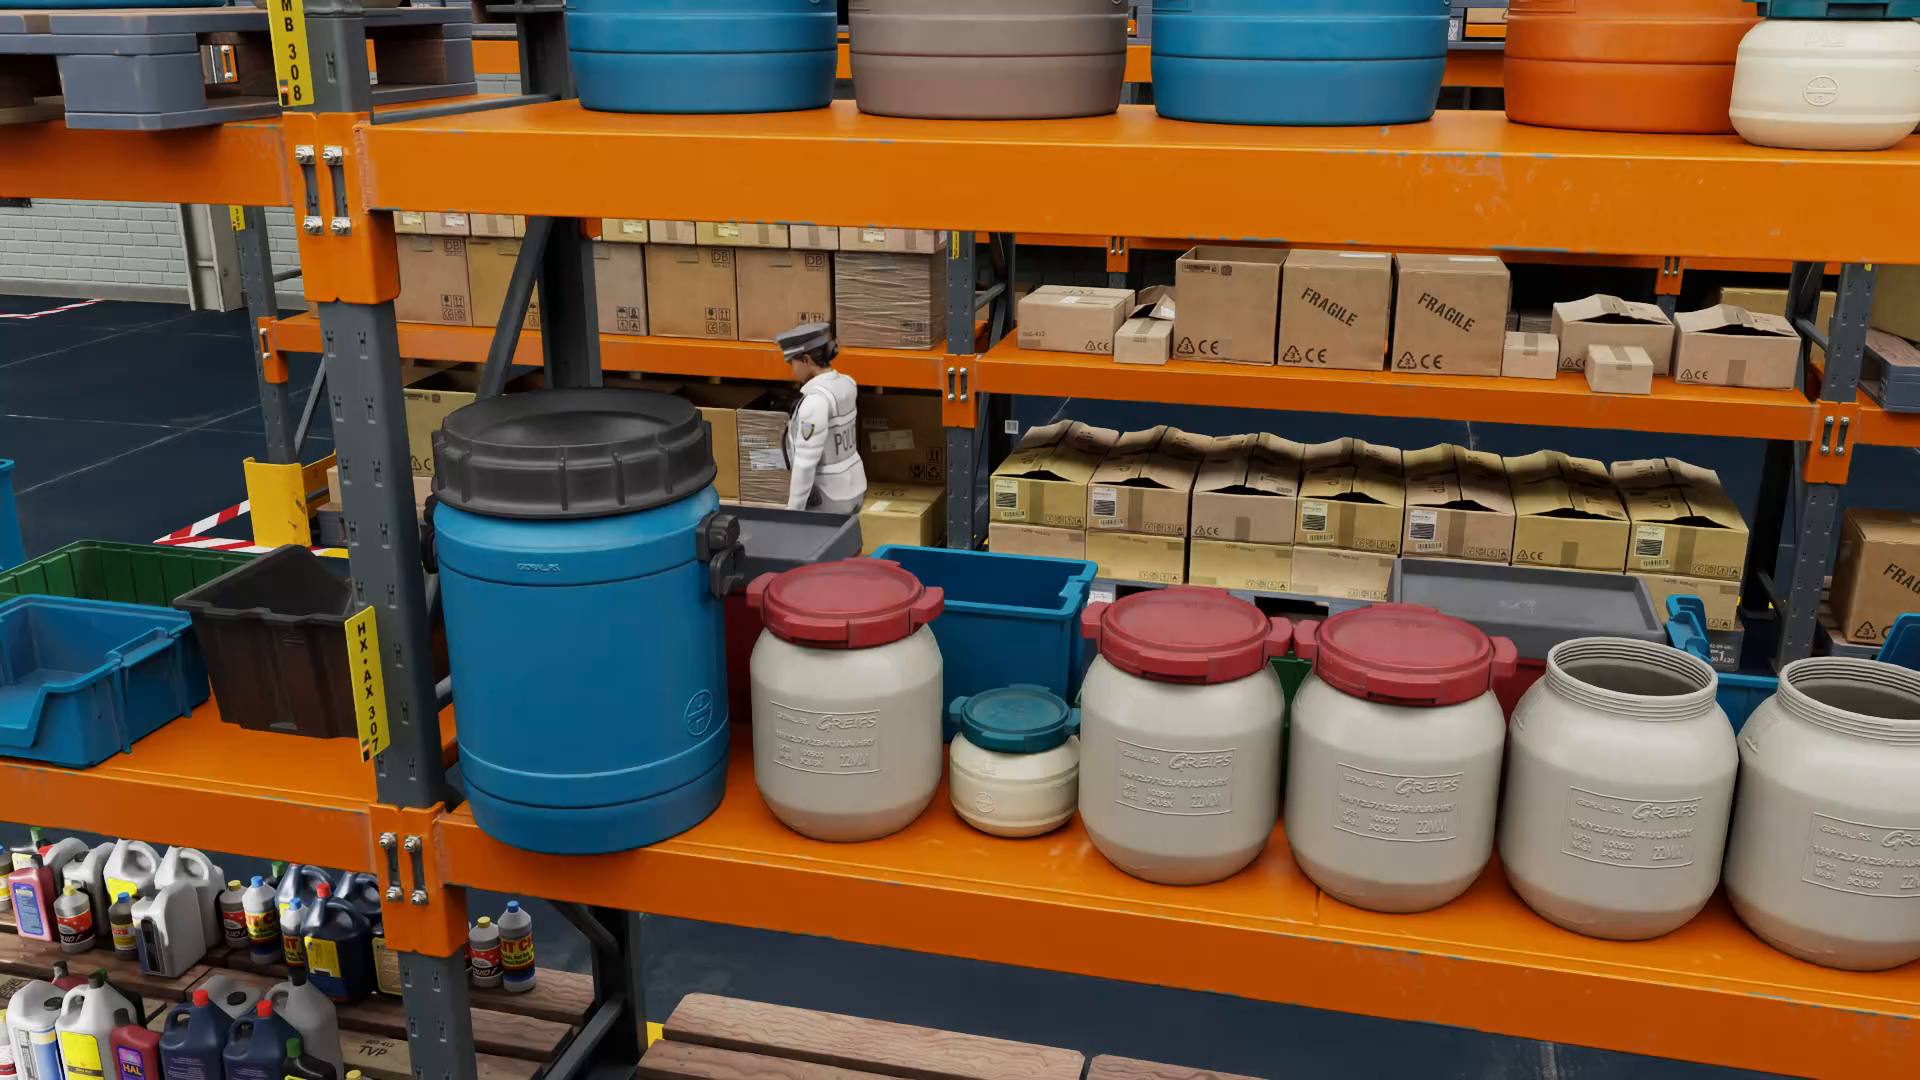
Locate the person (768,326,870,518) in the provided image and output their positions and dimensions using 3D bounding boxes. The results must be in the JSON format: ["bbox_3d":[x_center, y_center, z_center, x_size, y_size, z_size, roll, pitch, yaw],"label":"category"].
[{"bbox_3d":[-0.643,-0.158,7.611,0.427,1.628,0.492,6,19,16],"label":"person"}]
